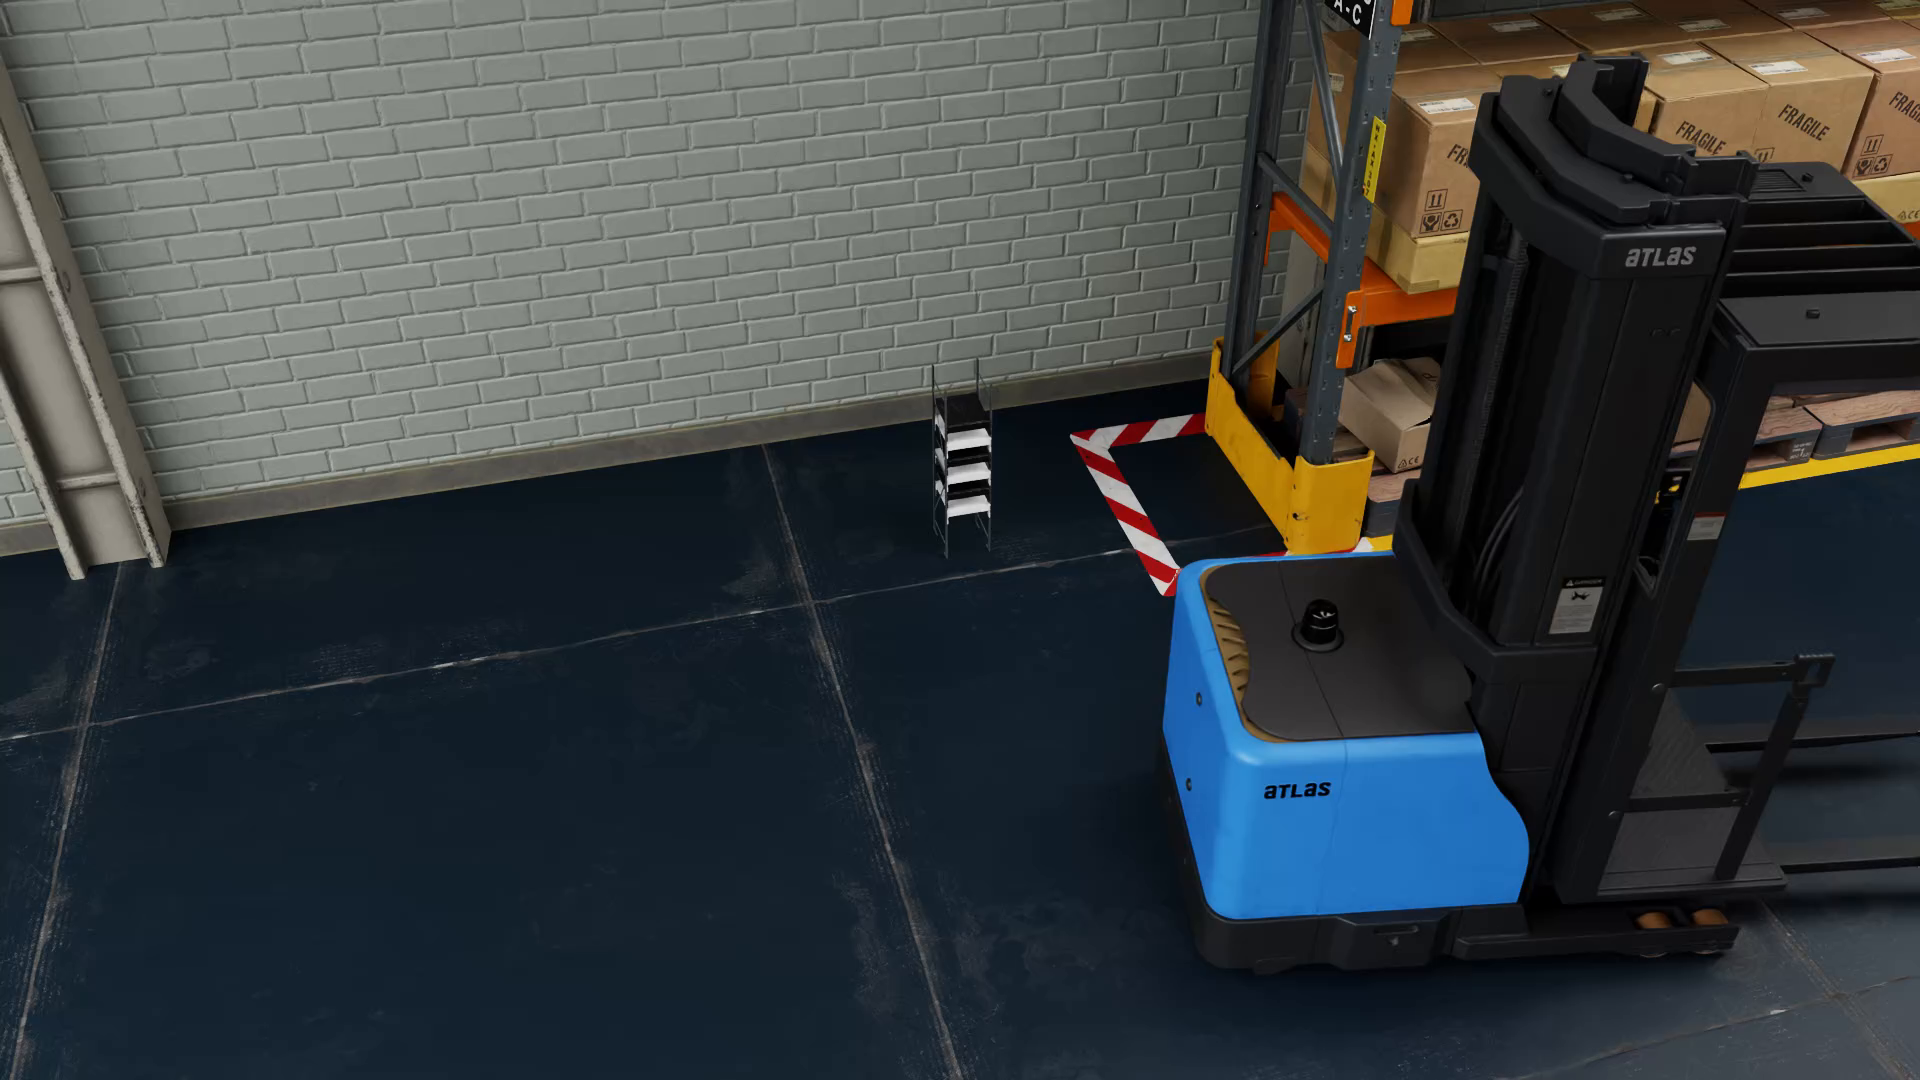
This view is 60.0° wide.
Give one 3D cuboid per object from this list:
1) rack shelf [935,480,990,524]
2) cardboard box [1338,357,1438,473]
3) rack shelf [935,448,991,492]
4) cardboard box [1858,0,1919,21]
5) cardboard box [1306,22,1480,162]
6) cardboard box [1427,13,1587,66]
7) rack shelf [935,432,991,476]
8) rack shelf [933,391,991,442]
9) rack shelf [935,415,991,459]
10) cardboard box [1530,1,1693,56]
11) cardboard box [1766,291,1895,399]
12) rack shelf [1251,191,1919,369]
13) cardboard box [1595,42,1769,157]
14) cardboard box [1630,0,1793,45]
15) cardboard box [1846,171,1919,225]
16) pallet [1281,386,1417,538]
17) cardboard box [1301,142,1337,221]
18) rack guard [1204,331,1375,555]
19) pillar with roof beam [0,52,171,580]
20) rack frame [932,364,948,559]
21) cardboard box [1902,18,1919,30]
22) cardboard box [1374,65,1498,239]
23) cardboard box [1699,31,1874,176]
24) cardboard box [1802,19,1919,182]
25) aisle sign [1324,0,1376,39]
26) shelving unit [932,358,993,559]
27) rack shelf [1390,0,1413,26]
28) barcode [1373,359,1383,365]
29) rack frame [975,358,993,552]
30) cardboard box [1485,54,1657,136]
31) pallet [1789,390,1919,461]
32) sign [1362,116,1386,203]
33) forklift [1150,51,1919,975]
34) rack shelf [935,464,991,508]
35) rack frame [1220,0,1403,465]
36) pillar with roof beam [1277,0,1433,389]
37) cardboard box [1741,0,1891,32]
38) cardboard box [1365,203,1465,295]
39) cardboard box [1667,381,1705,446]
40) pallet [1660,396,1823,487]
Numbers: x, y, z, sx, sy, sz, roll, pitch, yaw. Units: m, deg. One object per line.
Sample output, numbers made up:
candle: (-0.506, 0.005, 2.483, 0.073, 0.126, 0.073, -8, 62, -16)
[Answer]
rack shelf: (0.008, -0.189, 7.608, 0.200, 0.077, 0.258, -9, 38, -12)
cardboard box: (2.170, -0.628, 7.953, 0.500, 0.311, 0.500, -14, 39, -17)
rack shelf: (0.008, -0.332, 7.499, 0.200, 0.077, 0.258, -9, 38, -12)
cardboard box: (4.332, -2.312, 7.794, 0.500, 0.500, 0.500, -10, 38, -12)
cardboard box: (1.878, -1.910, 7.267, 0.500, 0.500, 0.500, -10, 38, -12)
cardboard box: (2.367, -1.984, 7.364, 0.500, 0.500, 0.500, -9, 38, -11)
rack shelf: (0.008, -0.404, 7.444, 0.200, 0.077, 0.258, -9, 38, -12)
rack shelf: (0.008, -0.547, 7.334, 0.200, 0.077, 0.258, -9, 38, -12)
rack shelf: (0.008, -0.475, 7.389, 0.200, 0.077, 0.258, -9, 38, -12)
cardboard box: (2.865, -2.068, 7.474, 0.500, 0.500, 0.500, -10, 39, -13)
cardboard box: (4.349, -1.092, 8.404, 0.500, 0.500, 0.500, -12, 39, -15)
rack shelf: (3.409, -1.495, 7.828, 4.000, 0.370, 1.077, -9, 38, -12)
cardboard box: (2.998, -1.760, 7.072, 0.500, 0.500, 0.500, -11, 39, -13)
cardboard box: (3.351, -2.148, 7.579, 0.500, 0.500, 0.500, -9, 38, -11)
cardboard box: (3.997, -1.631, 7.520, 0.500, 0.250, 0.500, -10, 38, -12)
pallet: (2.345, -0.477, 8.199, 1.213, 0.211, 1.003, -9, 38, -12)
cardboard box: (1.879, -1.600, 7.480, 0.500, 0.250, 0.500, -9, 38, -11)
rack guard: (1.552, -0.483, 7.970, 0.348, 0.500, 1.175, -9, 38, -12)
pillar with roof beam: (-2.741, -0.990, 1.637, 0.400, 9.000, 9.100, -9, 38, -12)
rack frame: (-0.090, -0.343, 7.457, 0.006, 0.900, 0.240, -9, 38, -12)
cardboard box: (4.484, -2.005, 7.392, 0.500, 0.500, 0.500, -10, 38, -12)
cardboard box: (2.018, -1.610, 6.875, 0.500, 0.500, 0.500, -9, 38, -12)
cardboard box: (3.493, -1.849, 7.188, 0.500, 0.500, 0.500, -8, 38, -11)
cardboard box: (3.995, -1.932, 7.296, 0.500, 0.500, 0.500, -10, 39, -13)
aisle sign: (1.487, -2.309, 6.160, 0.004, 0.787, 0.394, -9, 38, -12)
shelving unit: (0.008, -0.359, 7.478, 0.210, 0.900, 0.258, -9, 38, -12)
rack shelf: (3.409, -2.687, 6.917, 4.000, 0.370, 1.077, -9, 38, -12)
barcode: (2.083, -0.869, 8.260, 0.075, 0.075, 0.001, -9, 38, -12)
rack frame: (0.106, -0.375, 7.499, 0.006, 0.900, 0.240, -9, 38, -12)
cardboard box: (2.498, -1.682, 6.970, 0.500, 0.500, 0.500, -9, 38, -12)
pallet: (4.701, -0.863, 8.705, 1.213, 0.211, 1.003, -9, 38, -12)
sign: (1.620, -1.490, 6.516, 0.005, 0.325, 0.100, -9, 38, -12)
forklift: (2.282, -0.019, 5.363, 3.031, 2.935, 1.130, -3, 38, -4)
rack shelf: (0.008, -0.261, 7.553, 0.200, 0.077, 0.258, -9, 38, -12)
rack frame: (1.479, -1.464, 7.195, 0.127, 3.000, 1.000, -9, 38, -12)
pillar with roof beam: (3.051, -1.940, 2.880, 0.400, 9.000, 9.100, -9, 38, -12)
cardboard box: (3.849, -2.237, 7.695, 0.500, 0.500, 0.500, -8, 38, -11)
cardboard box: (2.032, -1.304, 7.092, 0.500, 0.250, 0.500, -10, 39, -13)
cardboard box: (3.442, -0.880, 8.127, 0.500, 0.500, 0.700, -12, 39, -15)
pallet: (3.521, -0.668, 8.449, 1.213, 0.211, 1.003, -9, 38, -12)
